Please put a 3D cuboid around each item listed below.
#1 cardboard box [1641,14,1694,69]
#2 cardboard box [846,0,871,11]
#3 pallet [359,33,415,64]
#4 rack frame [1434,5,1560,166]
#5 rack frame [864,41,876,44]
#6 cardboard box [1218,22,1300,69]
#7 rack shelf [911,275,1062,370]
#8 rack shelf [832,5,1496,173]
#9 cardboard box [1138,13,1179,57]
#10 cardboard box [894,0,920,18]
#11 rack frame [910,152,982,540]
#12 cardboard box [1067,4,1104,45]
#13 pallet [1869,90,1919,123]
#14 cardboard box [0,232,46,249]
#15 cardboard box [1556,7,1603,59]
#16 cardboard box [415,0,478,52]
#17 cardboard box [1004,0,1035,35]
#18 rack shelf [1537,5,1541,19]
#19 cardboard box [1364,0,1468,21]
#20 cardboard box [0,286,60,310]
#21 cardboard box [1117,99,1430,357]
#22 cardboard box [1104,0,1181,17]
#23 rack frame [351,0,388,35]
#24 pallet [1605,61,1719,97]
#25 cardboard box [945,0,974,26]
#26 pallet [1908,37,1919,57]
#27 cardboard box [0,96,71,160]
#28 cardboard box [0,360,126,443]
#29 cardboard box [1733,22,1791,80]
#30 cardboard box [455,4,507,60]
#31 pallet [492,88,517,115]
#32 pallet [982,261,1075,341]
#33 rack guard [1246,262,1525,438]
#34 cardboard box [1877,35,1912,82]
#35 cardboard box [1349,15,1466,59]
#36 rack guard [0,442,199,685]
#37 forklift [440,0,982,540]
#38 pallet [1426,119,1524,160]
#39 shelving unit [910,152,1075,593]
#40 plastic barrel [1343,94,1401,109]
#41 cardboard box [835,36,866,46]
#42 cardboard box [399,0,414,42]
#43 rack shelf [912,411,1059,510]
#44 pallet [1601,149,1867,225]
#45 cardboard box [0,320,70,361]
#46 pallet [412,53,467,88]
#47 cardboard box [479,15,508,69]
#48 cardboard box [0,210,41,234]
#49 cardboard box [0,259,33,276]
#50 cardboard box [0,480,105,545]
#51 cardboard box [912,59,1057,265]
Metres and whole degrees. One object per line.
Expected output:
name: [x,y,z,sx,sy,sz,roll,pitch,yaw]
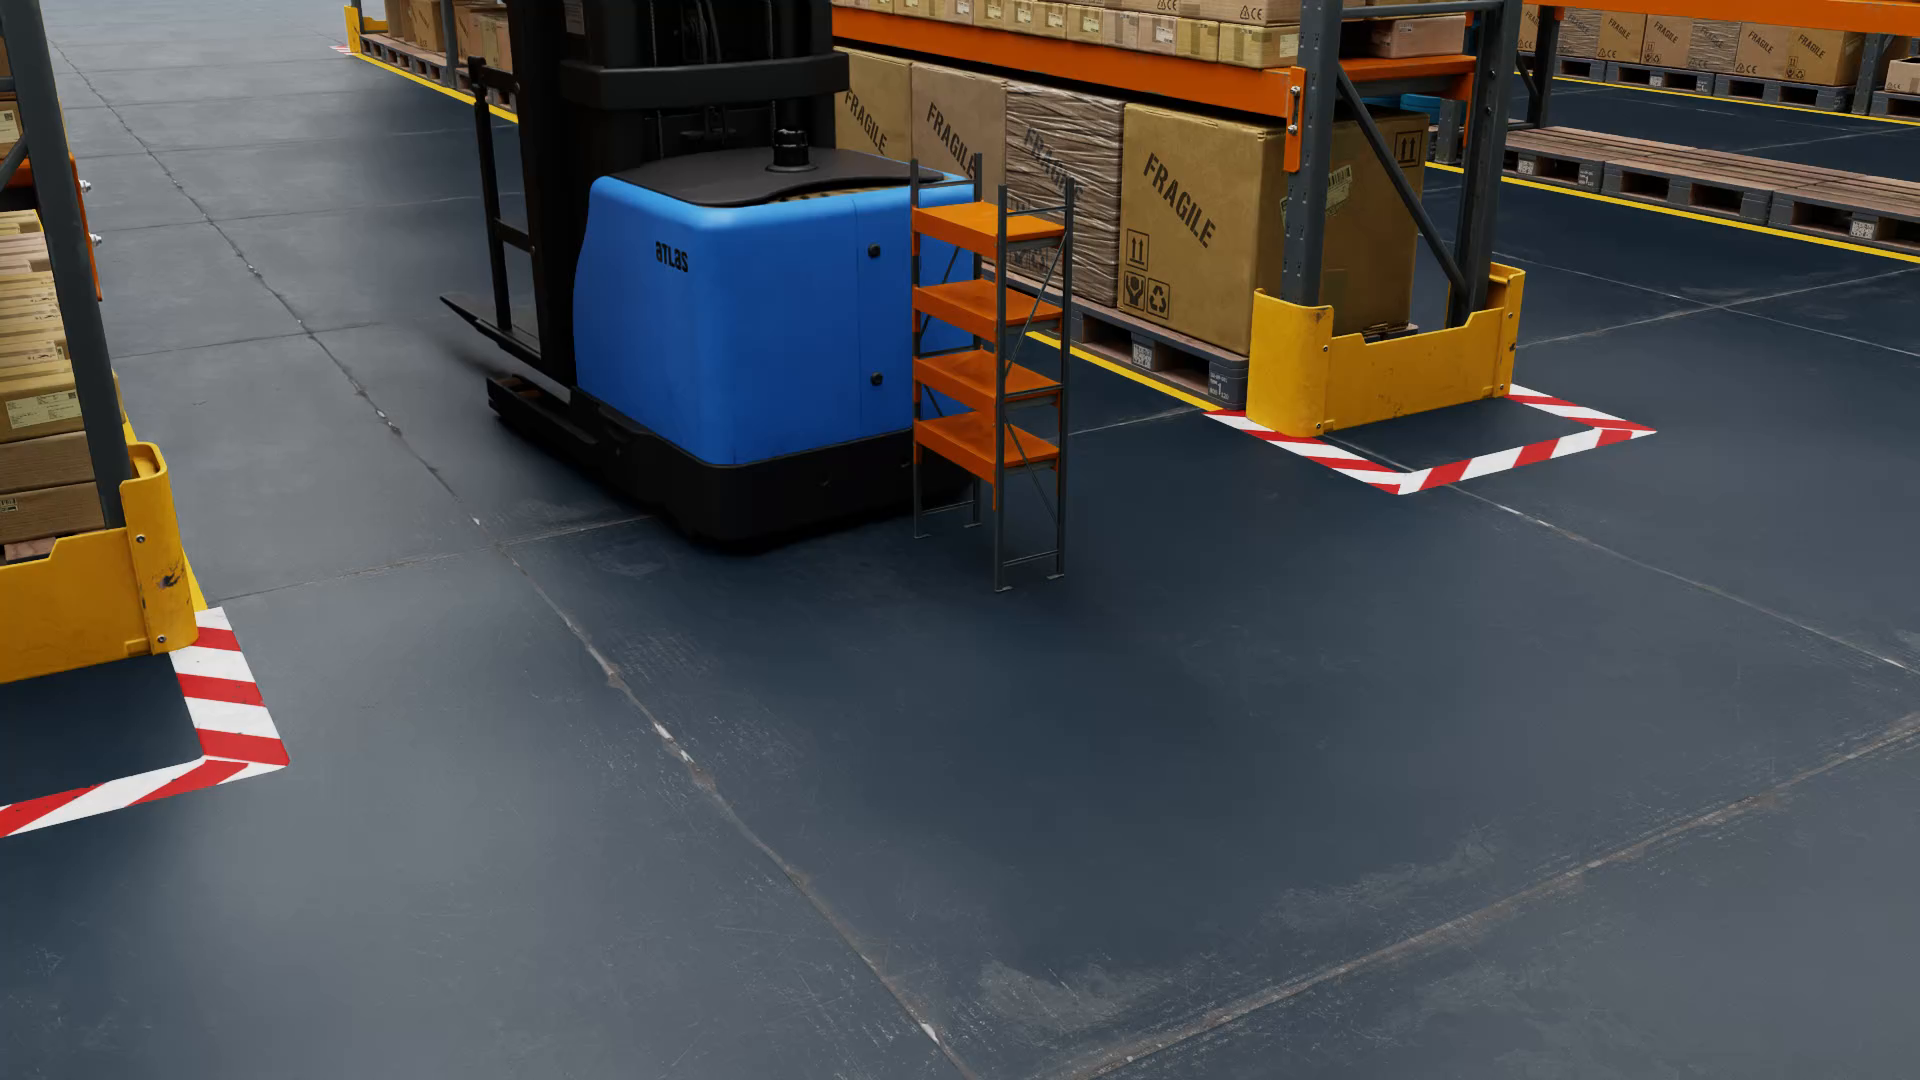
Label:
cardboard box: [6.882,-4.777,15.816,0.500,0.500,0.500,-14,26,-30]
cardboard box: [-0.376,-2.873,8.729,0.380,0.149,0.250,-14,26,-30]
pallet: [-6.081,-5.532,18.642,1.003,0.211,1.213,-13,25,-28]
rack frame: [3.883,-4.187,11.628,1.000,3.000,0.127,-13,25,-28]
rack frame: [-0.375,-3.234,9.284,1.000,3.000,0.127,-13,25,-28]
cardboard box: [1.203,-1.875,6.274,0.380,0.149,0.250,-12,25,-27]
rack shelf: [0.085,-0.647,4.895,0.258,0.148,0.480,-13,25,-28]
rack shelf: [0.647,-2.253,7.827,1.077,0.370,4.000,-13,25,-28]
cardboard box: [0.941,-2.040,6.681,0.380,0.149,0.250,-13,25,-28]
cardboard box: [-0.105,-2.703,8.311,0.380,0.149,0.250,-13,26,-30]
rack frame: [-0.040,-0.581,5.148,0.240,1.200,0.015,-13,25,-28]
cardboard box: [0.680,-2.205,7.086,0.380,0.149,0.250,-13,26,-29]
pallet: [8.493,-3.624,13.947,1.003,0.211,1.213,-13,25,-28]
cardboard box: [-3.704,-1.074,6.408,0.380,0.149,0.250,-14,26,-31]
cardboard box: [6.359,-5.108,16.631,0.500,0.500,0.500,-14,26,-30]
cardboard box: [-5.315,-5.367,17.294,0.500,0.500,0.500,-15,27,-33]
cardboard box: [0.423,-2.370,7.491,0.380,0.149,0.250,-12,25,-27]
rack shelf: [2.861,-4.501,13.356,1.077,0.370,4.000,-13,25,-28]
cardboard box: [1.655,-2.215,6.581,0.500,0.250,0.500,-13,26,-30]
cardboard box: [-3.217,-0.730,5.563,0.380,0.149,0.250,-12,25,-26]
cardboard box: [1.272,-1.341,6.891,0.875,0.875,0.875,-13,25,-28]
cardboard box: [0.934,-2.278,6.735,0.500,0.250,0.500,-13,26,-29]
rack frame: [-6.505,-7.118,18.841,1.000,3.000,0.127,-13,25,-28]
pallet: [7.068,-4.498,16.097,1.003,0.211,1.213,-13,25,-28]
cardboard box: [0.153,-2.538,7.906,0.380,0.149,0.250,-12,25,-28]
pallet: [11.314,-5.431,18.393,1.003,0.211,1.213,-13,25,-28]
cardboard box: [-2.531,-1.069,4.292,0.380,0.149,0.250,-13,25,-29]
cardboard box: [-2.623,-0.402,4.756,0.380,0.149,0.250,-14,26,-31]
cardboard box: [7.399,-4.450,15.012,0.500,0.500,0.500,-13,25,-28]
cardboard box: [-4.632,-4.997,16.385,0.500,0.500,0.500,-13,26,-30]
pallet: [-3.435,-3.885,14.589,1.003,0.211,1.213,-13,25,-28]
pallet: [0.573,-1.286,8.194,1.003,0.211,1.213,-13,25,-28]
rack guard: [1.680,-0.773,6.550,1.175,0.500,0.348,-13,25,-28]
cardboard box: [8.106,-4.387,14.857,0.500,0.500,0.500,-14,26,-31]
cardboard box: [1.771,-2.001,6.585,0.380,0.149,0.250,-12,25,-28]
rack guard: [-2.686,0.116,4.363,1.175,0.500,0.348,-13,25,-28]
forklift: [-1.176,-1.854,5.981,1.130,2.935,3.031,-15,26,-32]
pallet: [3.525,-3.153,12.787,1.003,0.211,1.213,-13,25,-28]
shelving unit: [0.085,-0.502,4.954,0.258,1.200,0.503,-13,25,-28]
plastic barrel: [3.258,-3.818,12.949,0.600,0.901,0.708,-13,25,-28]
cardboard box: [-0.719,-2.648,10.105,1.225,0.875,0.875,-13,25,-28]
cardboard box: [-5.865,-5.763,18.268,0.500,0.500,0.500,-6,23,-14]
rack shelf: [0.085,-0.256,5.054,0.258,0.148,0.480,-13,25,-28]
pallet: [4.919,-2.269,10.613,1.003,0.211,1.213,-13,25,-28]
cardboard box: [-2.886,-0.574,5.180,0.380,0.149,0.250,-13,25,-28]
pallet: [-4.835,-4.742,16.699,1.003,0.211,1.213,-13,25,-28]
cardboard box: [-3.939,-4.509,15.155,0.700,0.500,0.500,-13,25,-29]
cardboard box: [-3.987,-1.243,6.823,0.380,0.149,0.250,-13,25,-29]
cardboard box: [-3.523,-0.887,5.949,0.380,0.149,0.250,-13,25,-28]
cardboard box: [-2.640,-0.123,4.858,0.380,0.149,0.250,-12,25,-27]
cardboard box: [0.353,-1.924,8.325,0.875,0.875,0.875,-13,25,-28]
